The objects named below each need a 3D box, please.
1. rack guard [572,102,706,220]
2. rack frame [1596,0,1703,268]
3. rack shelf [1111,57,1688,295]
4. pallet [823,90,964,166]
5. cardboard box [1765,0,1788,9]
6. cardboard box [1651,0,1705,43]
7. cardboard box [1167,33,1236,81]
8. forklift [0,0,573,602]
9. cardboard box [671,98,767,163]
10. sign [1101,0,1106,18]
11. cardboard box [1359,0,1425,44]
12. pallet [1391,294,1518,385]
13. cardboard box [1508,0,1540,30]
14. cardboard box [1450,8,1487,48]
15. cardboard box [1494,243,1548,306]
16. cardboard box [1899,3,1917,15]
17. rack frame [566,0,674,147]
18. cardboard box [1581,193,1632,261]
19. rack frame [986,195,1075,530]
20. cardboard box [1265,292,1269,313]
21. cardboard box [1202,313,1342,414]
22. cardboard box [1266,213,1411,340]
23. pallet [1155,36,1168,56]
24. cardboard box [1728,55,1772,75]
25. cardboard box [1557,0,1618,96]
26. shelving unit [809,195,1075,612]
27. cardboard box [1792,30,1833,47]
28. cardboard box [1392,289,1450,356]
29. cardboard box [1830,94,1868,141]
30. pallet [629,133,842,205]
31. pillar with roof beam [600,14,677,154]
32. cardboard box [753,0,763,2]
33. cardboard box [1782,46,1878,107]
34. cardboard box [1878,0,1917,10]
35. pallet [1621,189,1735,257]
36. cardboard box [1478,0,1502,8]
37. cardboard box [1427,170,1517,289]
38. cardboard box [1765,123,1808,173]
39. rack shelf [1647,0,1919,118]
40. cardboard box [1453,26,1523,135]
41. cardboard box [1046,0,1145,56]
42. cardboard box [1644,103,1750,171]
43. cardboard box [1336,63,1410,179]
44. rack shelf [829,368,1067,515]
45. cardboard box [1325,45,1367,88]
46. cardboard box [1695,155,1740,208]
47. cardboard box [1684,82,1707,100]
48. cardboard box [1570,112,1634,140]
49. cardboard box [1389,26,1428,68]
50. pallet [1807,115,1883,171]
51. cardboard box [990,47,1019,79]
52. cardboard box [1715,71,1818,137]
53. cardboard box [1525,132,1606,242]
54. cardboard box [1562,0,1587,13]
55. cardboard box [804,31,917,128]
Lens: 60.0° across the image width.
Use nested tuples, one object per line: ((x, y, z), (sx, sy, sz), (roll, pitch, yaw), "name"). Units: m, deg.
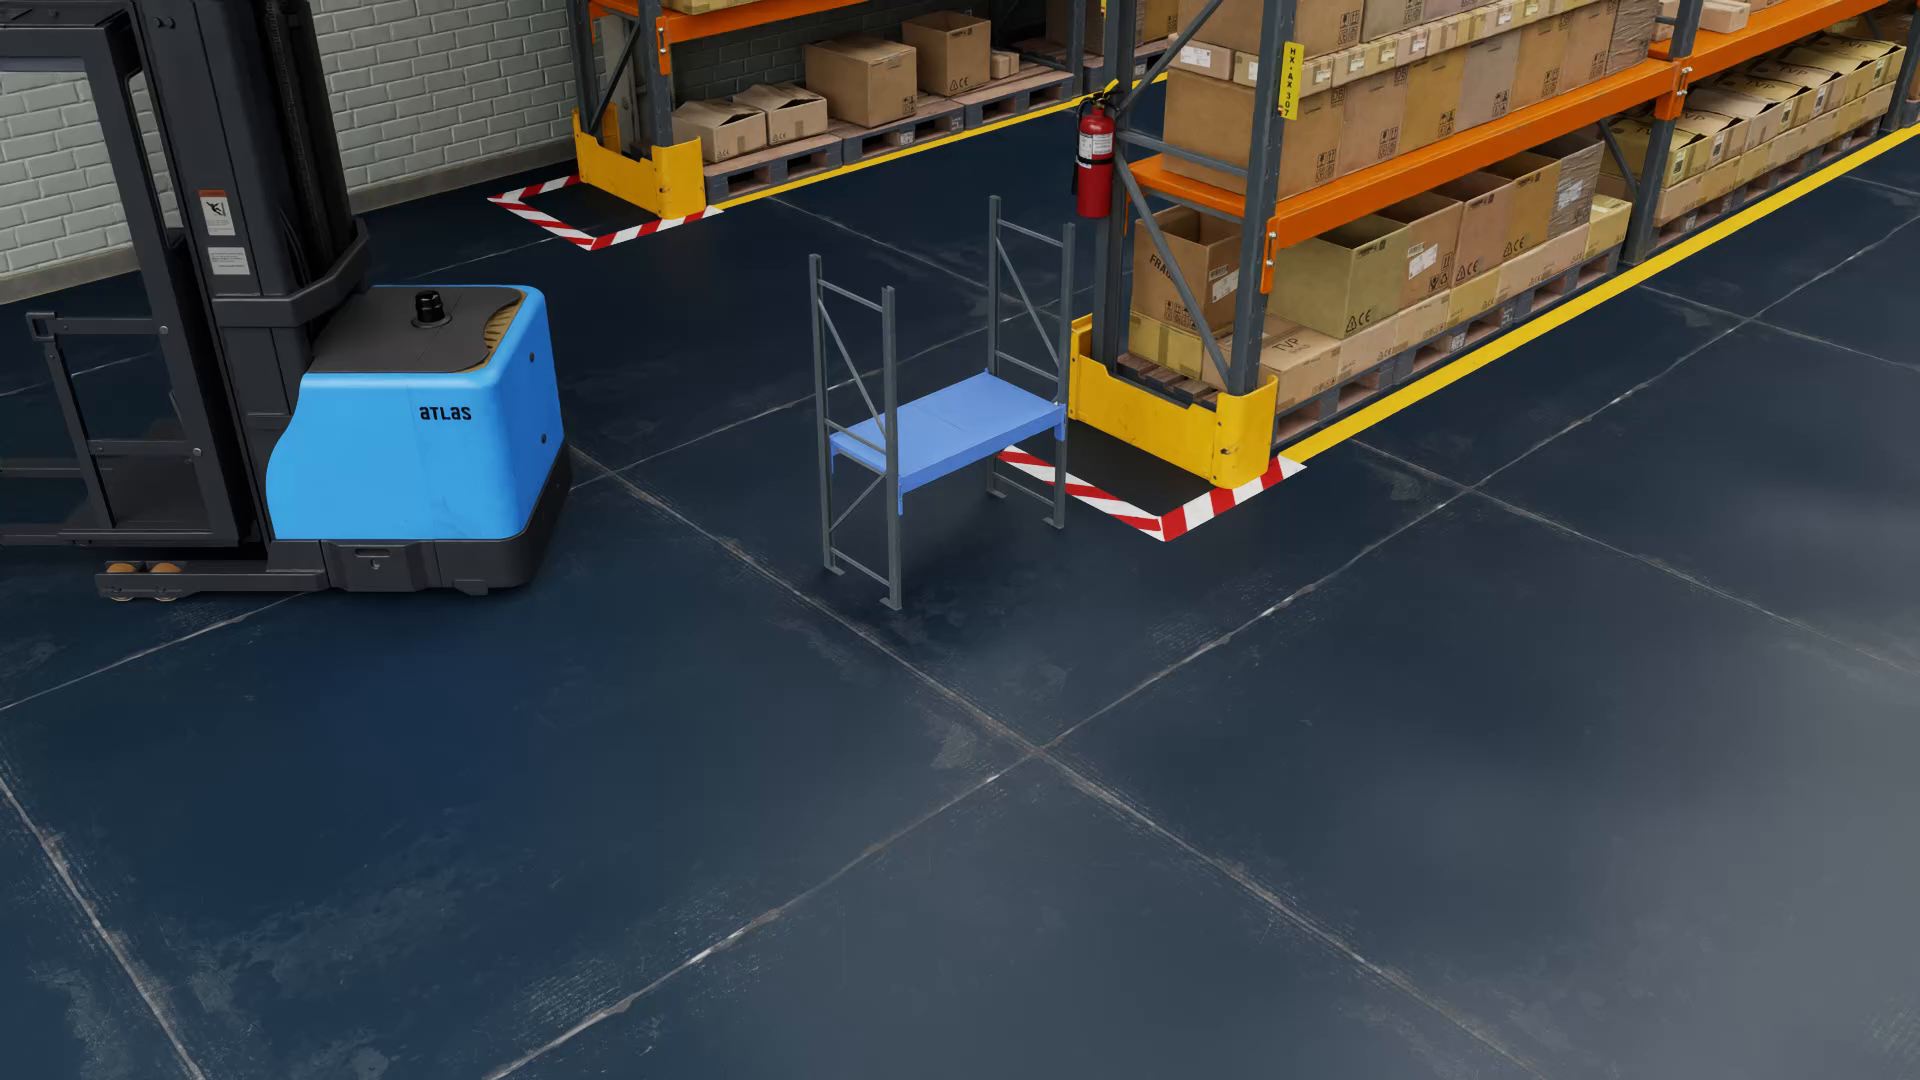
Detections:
((-2.250, -2.662, 11.624), (0.348, 0.500, 1.175), (-26, 40, -35), "rack guard")
((3.999, -3.227, 10.152), (0.127, 3.000, 1.000), (-26, 40, -35), "rack frame")
((2.532, -2.210, 9.179), (4.000, 0.370, 1.077), (-26, 40, -35), "rack shelf")
((-0.735, -3.244, 12.853), (1.213, 0.211, 1.003), (-26, 40, -35), "pallet")
((5.327, -3.900, 11.157), (0.500, 0.500, 0.500), (-26, 40, -35), "cardboard box")
((4.330, -3.354, 10.504), (0.500, 0.250, 0.500), (-23, 38, -33), "cardboard box")
((1.216, -2.336, 7.977), (0.250, 0.149, 0.380), (-27, 40, -36), "cardboard box")
((-3.397, -1.257, 6.996), (3.031, 2.935, 1.130), (0, 31, 0), "forklift")
((-1.737, -2.953, 11.860), (0.500, 0.311, 0.500), (24, 39, 34), "cardboard box")
((0.707, -2.615, 7.815), (0.005, 0.325, 0.100), (-26, 40, -35), "sign")
((1.837, -2.772, 8.069), (0.500, 0.500, 0.700), (-27, 41, -37), "cardboard box")
((2.492, -1.336, 9.733), (1.213, 0.211, 1.003), (-26, 40, -35), "pallet")
((2.820, -2.823, 8.773), (0.250, 0.149, 0.380), (-24, 39, -34), "cardboard box")
((2.443, -2.642, 8.477), (0.250, 0.149, 0.380), (-26, 40, -36), "cardboard box")
((3.077, -1.628, 9.771), (0.500, 0.250, 0.500), (-26, 40, -35), "cardboard box")
((7.840, -4.007, 13.402), (0.500, 0.500, 0.500), (-27, 41, -37), "cardboard box")
((-2.305, -3.702, 10.928), (0.127, 3.000, 1.000), (-26, 40, -35), "rack frame")
((3.807, -1.985, 10.354), (0.500, 0.250, 0.500), (-26, 40, -35), "cardboard box")
((0.310, -0.790, 7.604), (0.032, 1.500, 0.500), (-26, 40, -35), "rack frame")
((1.616, -1.299, 9.233), (0.500, 0.250, 0.500), (-26, 40, -35), "cardboard box")
((1.610, -0.919, 8.611), (0.500, 0.250, 0.500), (-26, 40, -35), "cardboard box")
((1.975, -1.417, 8.707), (0.500, 0.500, 0.500), (-26, 40, -35), "cardboard box")
((2.093, -4.642, 15.140), (1.213, 0.211, 1.003), (-26, 40, -35), "pallet")
((5.593, -3.448, 12.209), (0.500, 0.311, 0.500), (-27, 41, -37), "cardboard box")
((3.295, -2.920, 9.554), (0.500, 0.500, 0.700), (-26, 40, -36), "cardboard box")
((-0.063, -0.610, 7.309), (1.048, 1.500, 0.538), (-26, 40, -35), "shelving unit")
((6.348, -3.817, 12.813), (0.500, 0.311, 0.500), (-24, 39, -34), "cardboard box")
((2.341, -1.275, 9.193), (0.500, 0.250, 0.500), (-26, 40, -35), "cardboard box")
((6.336, -3.188, 12.321), (0.500, 0.250, 0.500), (-26, 40, -36), "cardboard box")
((-1.630, -2.814, 12.149), (1.213, 0.211, 1.003), (-26, 40, -35), "pallet")
((0.547, -5.193, 7.617), (0.400, 9.000, 9.100), (-26, 40, -35), "pillar with roof beam")
((-1.360, -3.887, 11.357), (0.500, 0.250, 0.500), (-27, 41, -37), "cardboard box")
((6.339, -3.424, 12.170), (0.500, 0.311, 0.500), (-27, 40, -36), "cardboard box")
((7.496, -4.530, 13.538), (0.500, 0.250, 0.500), (-24, 39, -34), "cardboard box")
((4.512, -2.313, 11.331), (1.213, 0.211, 1.003), (-26, 40, -35), "pallet")
((2.574, -3.129, 8.652), (0.500, 0.500, 0.700), (-26, 40, -35), "cardboard box")
((2.712, -1.770, 9.284), (0.500, 0.500, 0.500), (-26, 40, -35), "cardboard box")
((5.590, -2.827, 11.731), (0.500, 0.250, 0.500), (-25, 39, -35), "cardboard box")
((5.465, -3.629, 11.499), (4.000, 0.370, 1.077), (-26, 40, -35), "rack shelf")
((2.550, -2.561, 8.968), (0.500, 0.500, 0.700), (-24, 39, -34), "cardboard box")
((1.156, -4.509, 14.223), (0.500, 0.500, 0.700), (-24, 39, -34), "cardboard box")
((4.842, -2.699, 10.984), (0.500, 0.311, 0.500), (-26, 40, -36), "cardboard box")
((1.798, -2.199, 8.376), (0.500, 0.500, 0.700), (-25, 39, -34), "cardboard box")
((-0.063, -0.456, 7.403), (1.000, 0.185, 0.538), (-26, 40, -35), "rack shelf")
((1.692, -2.279, 7.884), (0.250, 0.149, 0.380), (-27, 41, -37), "cardboard box")
((4.839, -2.462, 11.134), (0.500, 0.250, 0.500), (-25, 39, -34), "cardboard box")
((4.846, -3.088, 11.621), (0.500, 0.311, 0.500), (-26, 40, -36), "cardboard box")
((4.101, -2.725, 11.027), (0.500, 0.311, 0.500), (-26, 40, -35), "cardboard box")
((2.062, -2.455, 8.173), (0.250, 0.149, 0.380), (-27, 40, -36), "cardboard box")
((6.302, -3.179, 12.746), (1.213, 0.211, 1.003), (-26, 40, -35), "pallet")
((0.256, -3.898, 13.544), (0.380, 0.166, 0.250), (23, 38, 33), "cardboard box")
((5.598, -3.069, 11.590), (0.500, 0.311, 0.500), (-25, 39, -34), "cardboard box")
((3.433, -2.132, 9.875), (0.500, 0.500, 0.500), (-26, 40, -35), "cardboard box")
((3.198, -3.008, 9.075), (0.250, 0.149, 0.380), (-26, 40, -36), "cardboard box")
((-0.747, -3.477, 12.535), (0.700, 0.500, 0.500), (26, 40, 36), "cardboard box")
